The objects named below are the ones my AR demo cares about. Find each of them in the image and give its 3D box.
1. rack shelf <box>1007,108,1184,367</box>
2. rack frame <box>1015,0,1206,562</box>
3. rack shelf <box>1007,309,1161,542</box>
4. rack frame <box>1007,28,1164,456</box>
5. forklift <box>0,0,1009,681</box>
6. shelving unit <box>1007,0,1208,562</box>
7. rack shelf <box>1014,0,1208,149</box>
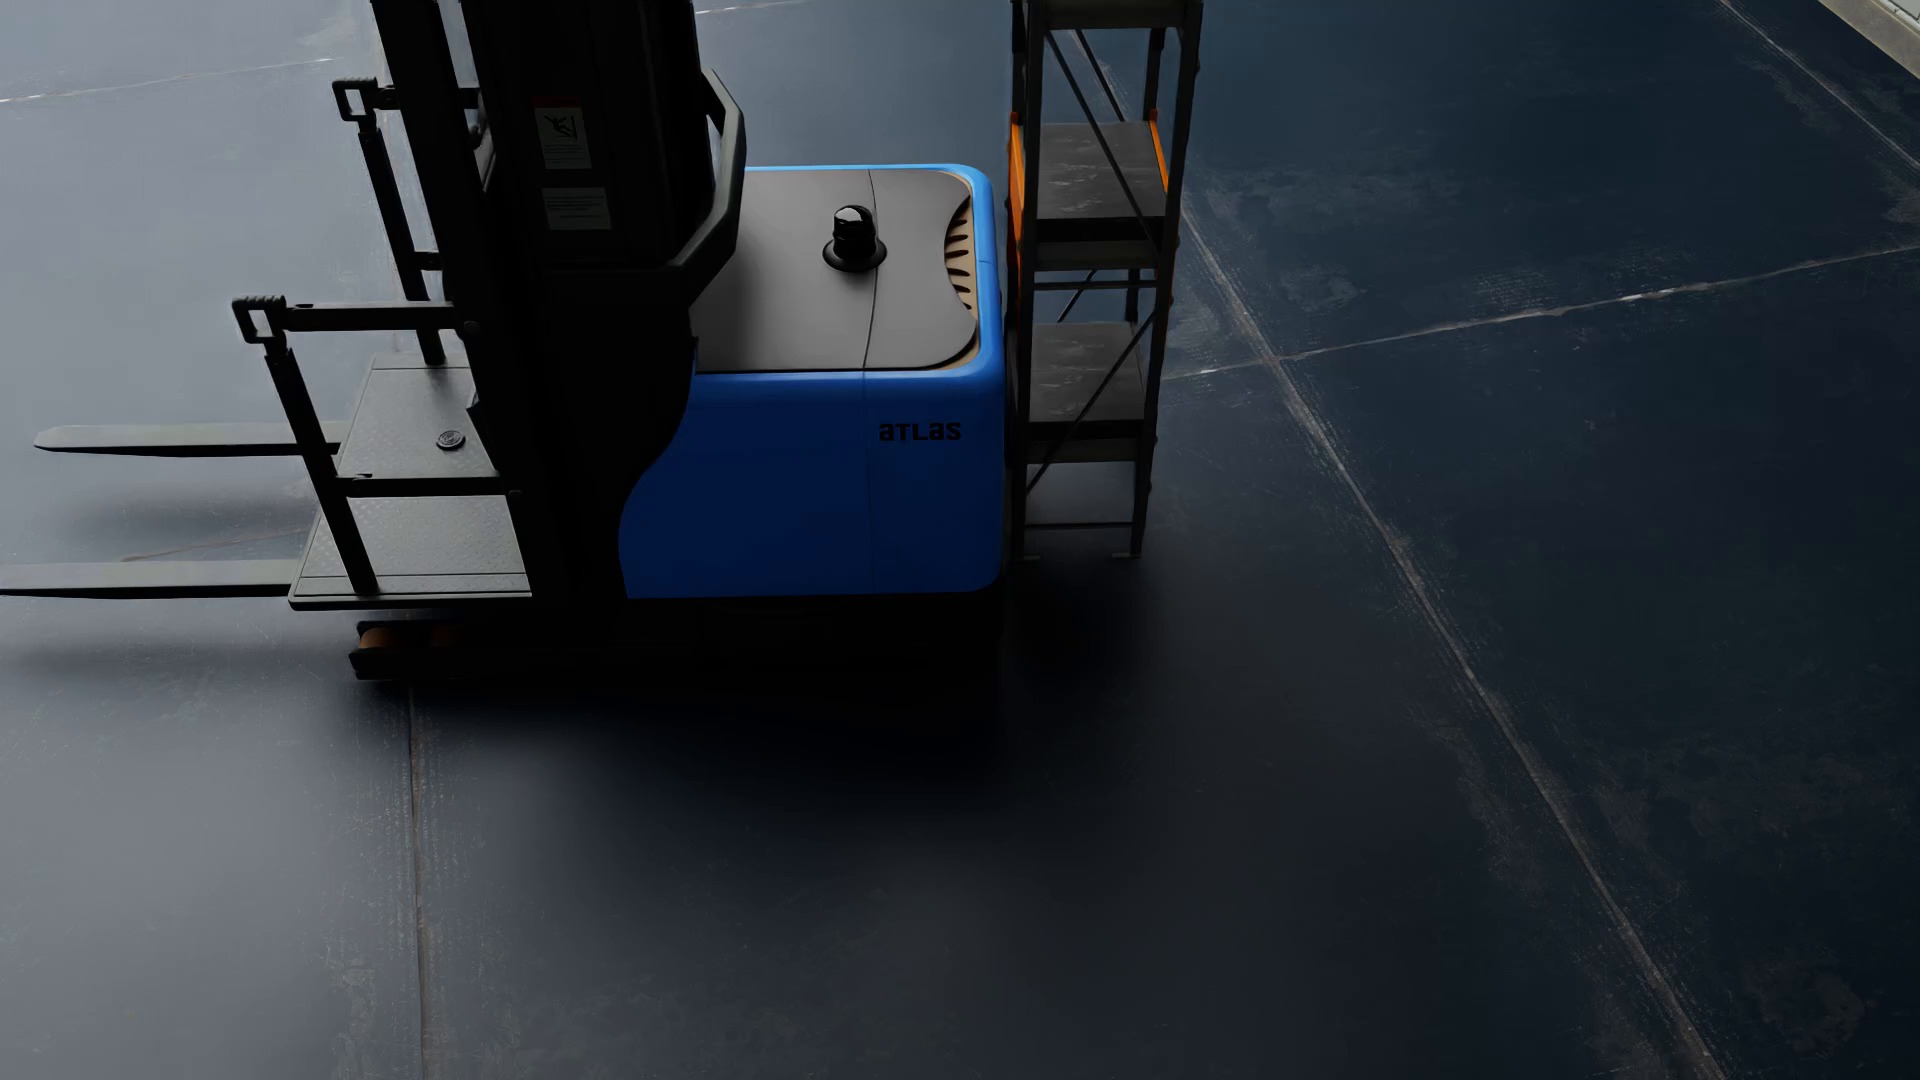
[{"bbox_3d":[0.361,-0.841,4.623,0.431,0.518,0.480,-2,46,-2],"label":"rack shelf"},{"bbox_3d":[0.371,-0.677,4.443,0.400,2.100,0.015,-2,46,-2],"label":"rack frame"},{"bbox_3d":[0.361,-0.351,5.123,0.431,0.518,0.480,-2,46,-2],"label":"rack shelf"},{"bbox_3d":[0.351,-1.025,4.784,0.400,2.100,0.015,-2,46,-2],"label":"rack frame"},{"bbox_3d":[-1.388,-1.000,4.178,3.031,2.935,1.130,-1,46,-1],"label":"forklift"},{"bbox_3d":[0.361,-0.851,4.614,0.431,2.100,0.503,-2,46,-2],"label":"shelving unit"},{"bbox_3d":[0.361,-1.331,4.123,0.431,0.518,0.480,-2,46,-2],"label":"rack shelf"}]
